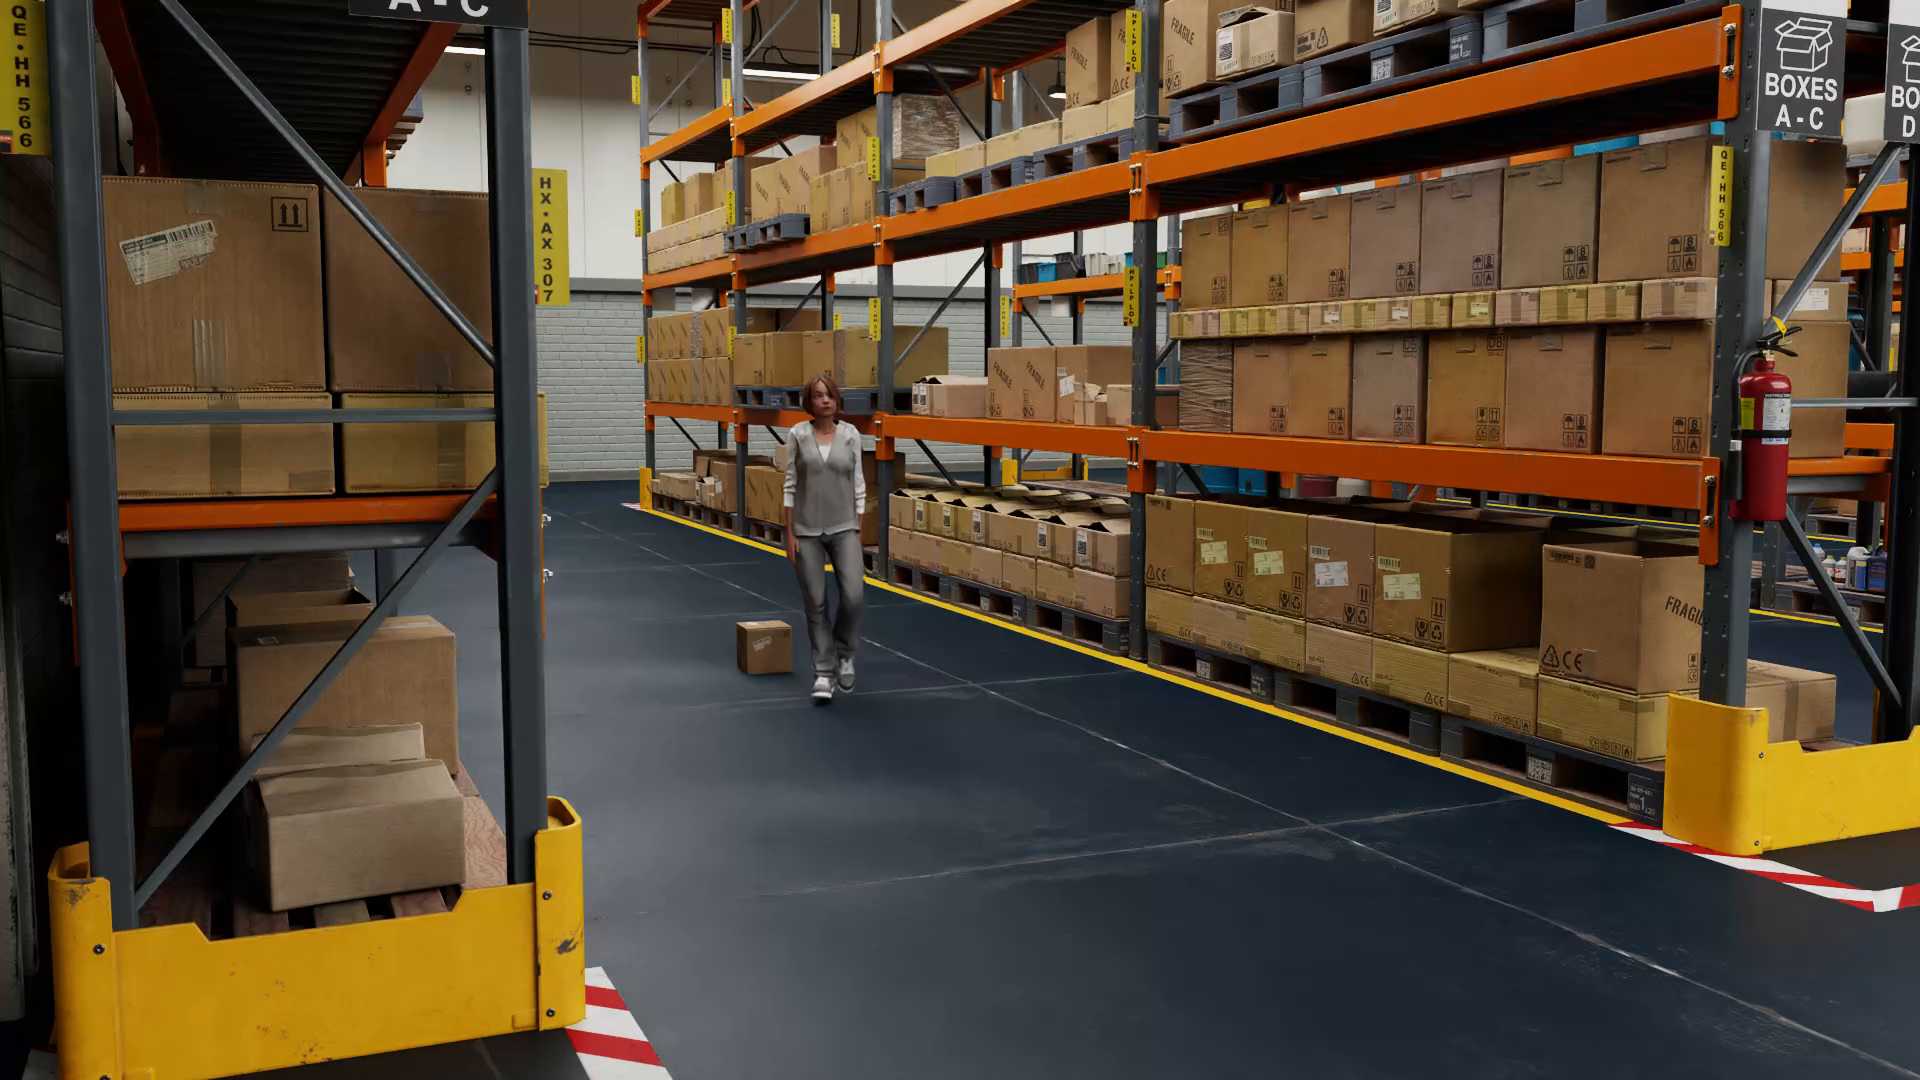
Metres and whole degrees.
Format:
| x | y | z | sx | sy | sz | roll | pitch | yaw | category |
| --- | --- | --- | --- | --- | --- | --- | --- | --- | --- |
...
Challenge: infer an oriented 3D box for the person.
| x | y | z | sx | sy | sz | roll | pitch | yaw | category |
| --- | --- | --- | --- | --- | --- | --- | --- | --- | --- |
| -0.659 | -0.019 | 8.136 | 0.405 | 1.588 | 0.414 | 0 | 6 | -5 | person |
